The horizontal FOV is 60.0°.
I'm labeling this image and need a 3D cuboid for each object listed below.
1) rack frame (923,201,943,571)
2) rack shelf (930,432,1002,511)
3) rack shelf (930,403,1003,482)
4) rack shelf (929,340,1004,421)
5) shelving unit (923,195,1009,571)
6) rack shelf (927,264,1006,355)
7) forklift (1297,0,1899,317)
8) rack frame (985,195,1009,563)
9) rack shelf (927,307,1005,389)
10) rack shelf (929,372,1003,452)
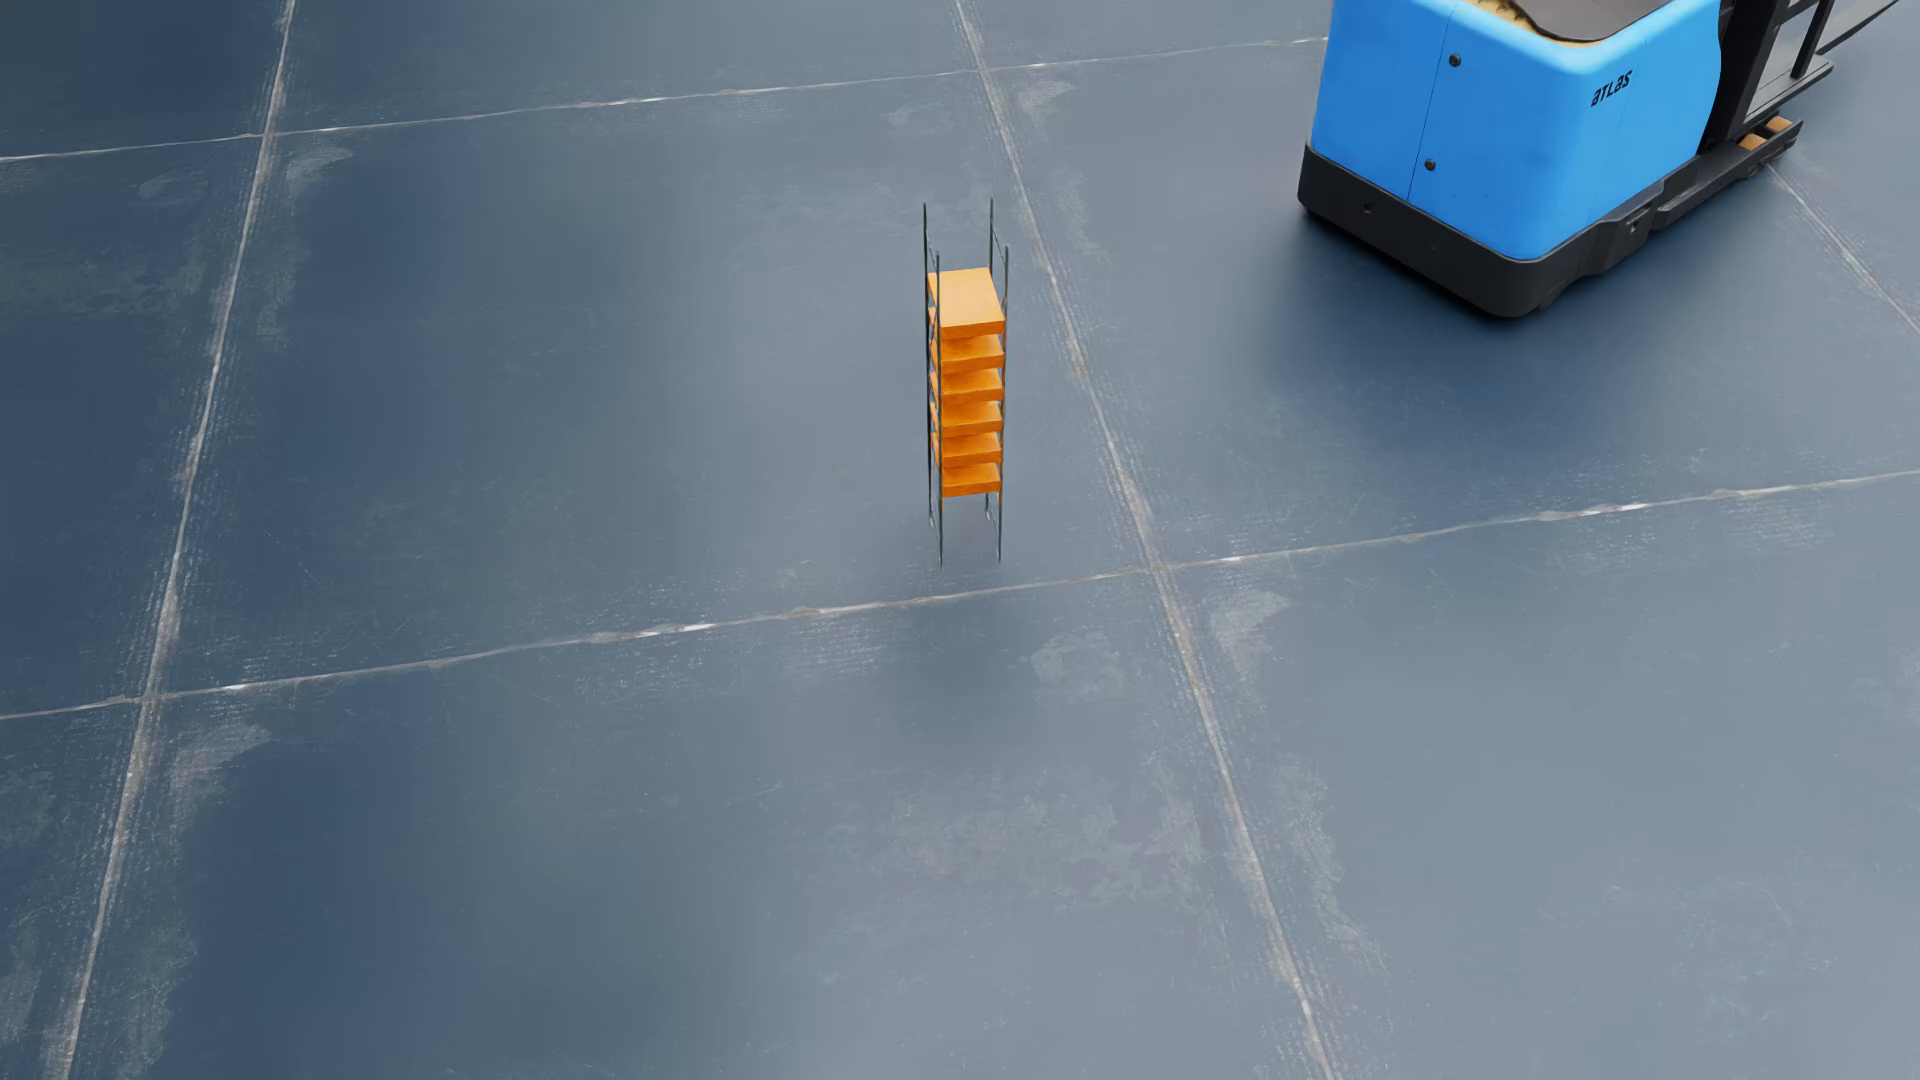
[{"bbox_3d":[-0.076,-0.407,4.809,0.006,1.200,0.240,-7,46,-7],"label":"rack frame"},{"bbox_3d":[0.014,-0.221,5.024,0.180,0.103,0.258,-7,46,-7],"label":"rack shelf"},{"bbox_3d":[0.014,-0.304,4.938,0.180,0.103,0.258,-7,46,-7],"label":"rack shelf"},{"bbox_3d":[0.014,-0.471,4.765,0.180,0.103,0.258,-7,46,-7],"label":"rack shelf"},{"bbox_3d":[0.014,-0.418,4.820,0.189,1.200,0.258,-7,46,-7],"label":"shelving unit"},{"bbox_3d":[0.014,-0.637,4.592,0.180,0.103,0.258,-7,46,-7],"label":"rack shelf"},{"bbox_3d":[2.749,-2.725,5.840,3.031,2.935,1.130,-32,54,-27],"label":"forklift"},{"bbox_3d":[0.104,-0.429,4.830,0.006,1.200,0.240,-7,46,-7],"label":"rack frame"},{"bbox_3d":[0.014,-0.554,4.679,0.180,0.103,0.258,-7,46,-7],"label":"rack shelf"},{"bbox_3d":[0.014,-0.387,4.852,0.180,0.103,0.258,-7,46,-7],"label":"rack shelf"}]
